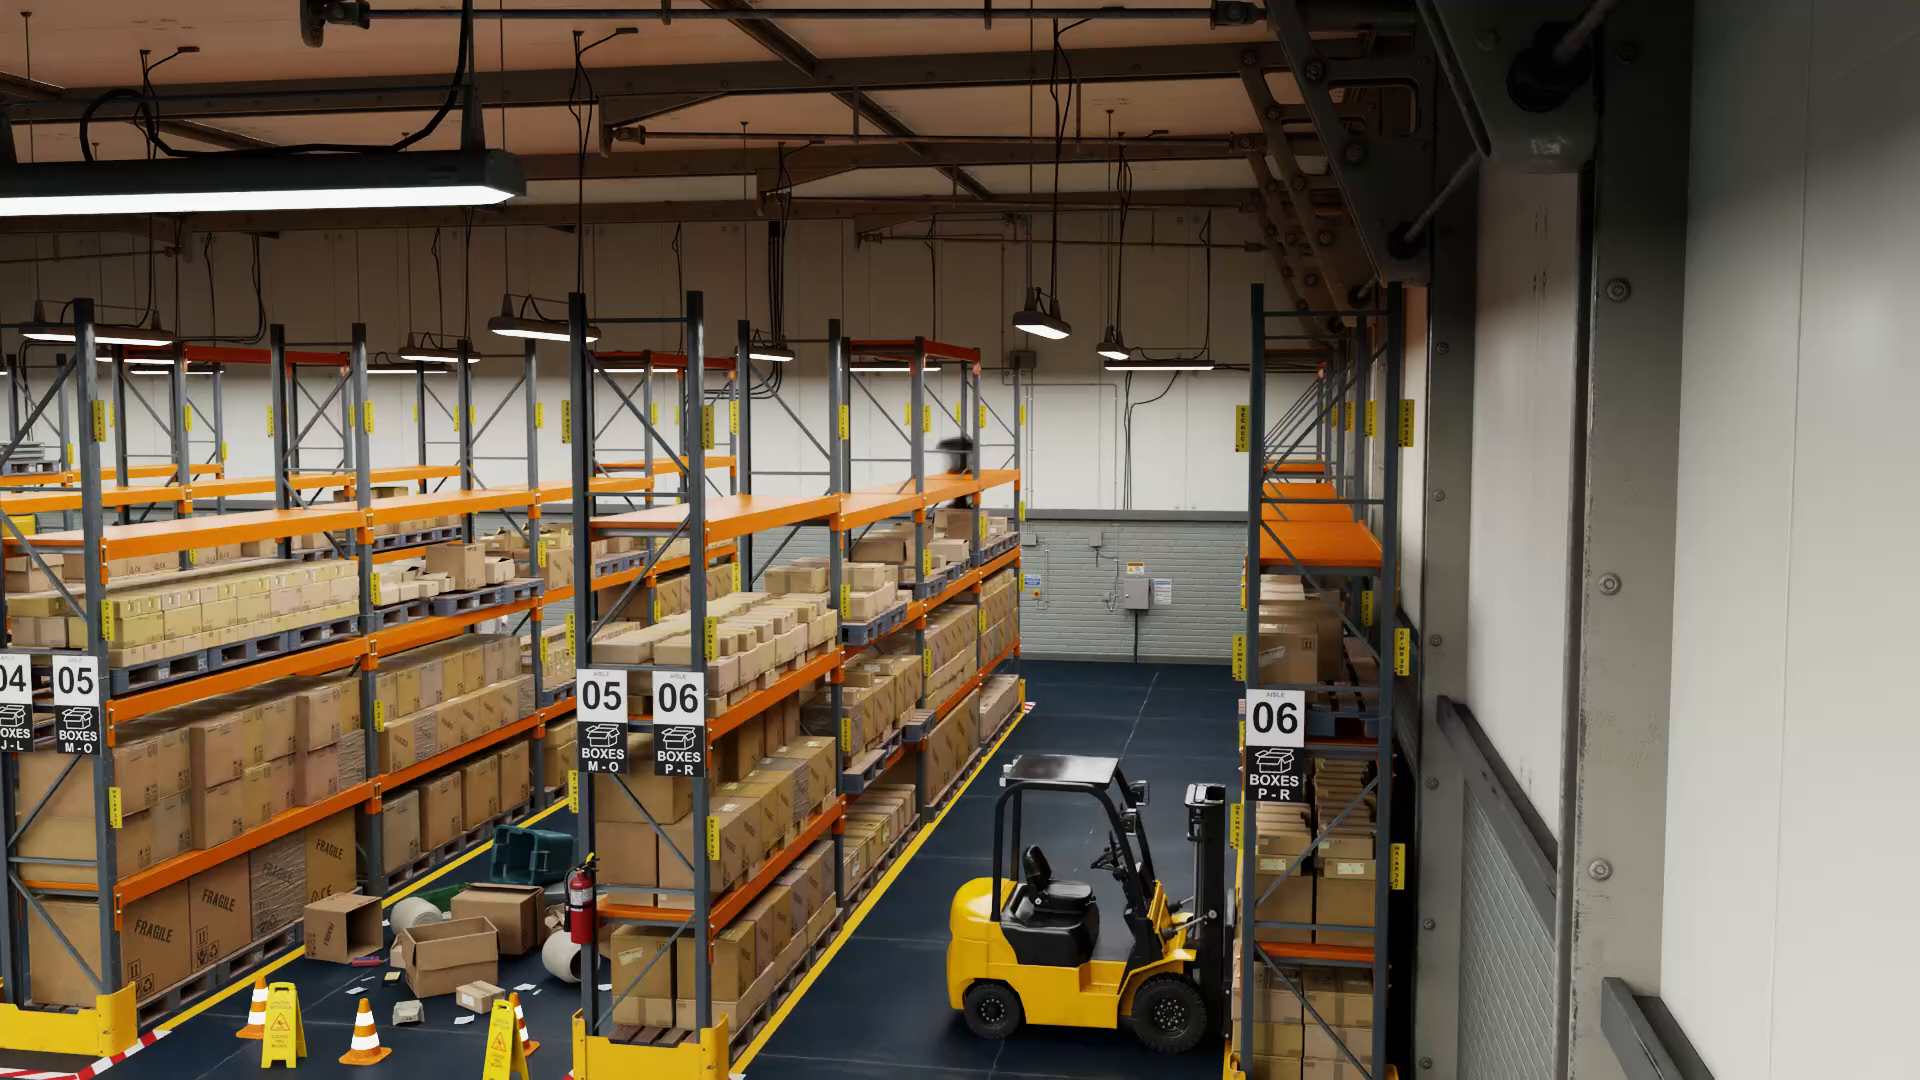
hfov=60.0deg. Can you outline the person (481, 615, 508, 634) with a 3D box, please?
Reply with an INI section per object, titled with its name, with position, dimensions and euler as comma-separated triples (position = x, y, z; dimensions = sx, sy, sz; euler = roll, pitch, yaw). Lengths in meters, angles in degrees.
[person]
position = -8.849, 1.781, 31.218
dimensions = 0.982, 1.773, 0.714
euler = 3, 5, 29
